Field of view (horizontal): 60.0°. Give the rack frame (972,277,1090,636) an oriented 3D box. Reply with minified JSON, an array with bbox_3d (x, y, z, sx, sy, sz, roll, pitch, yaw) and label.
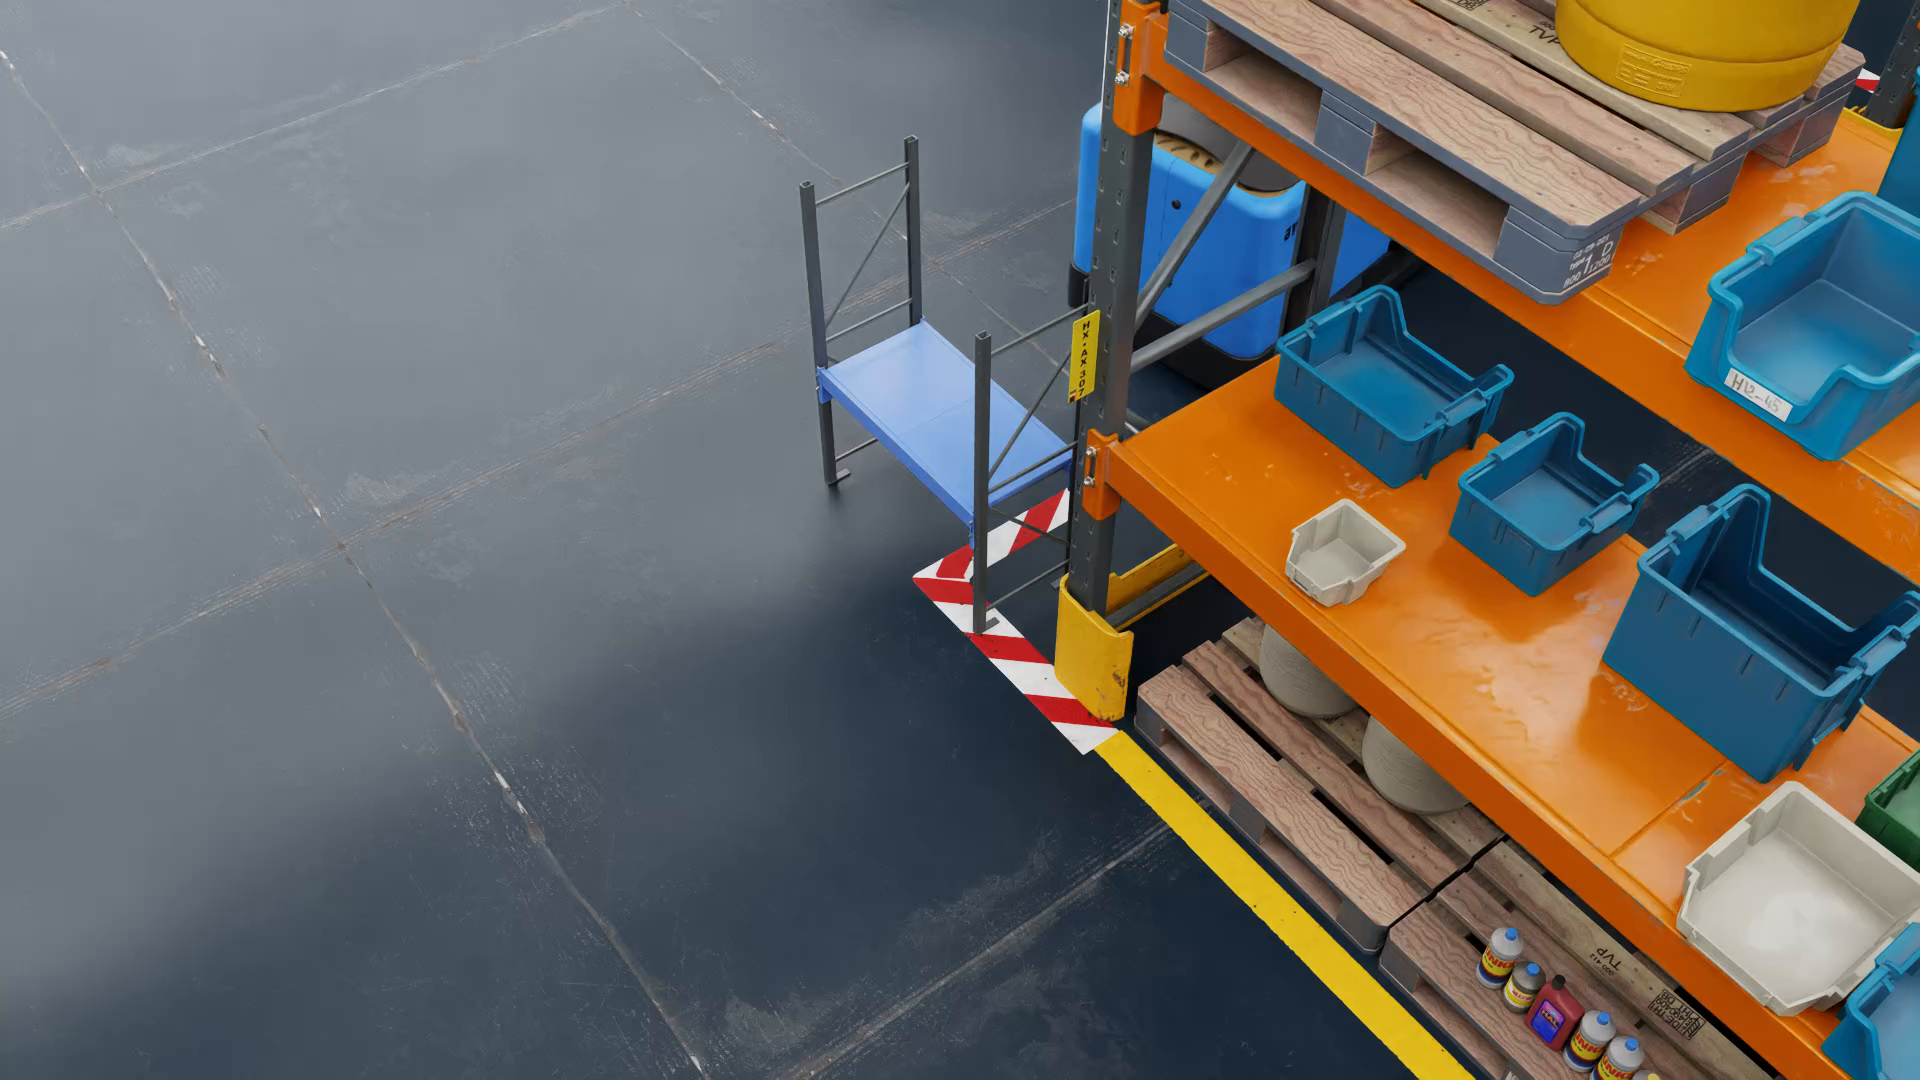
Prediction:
[{"bbox_3d":[0.256,-0.254,5.967,0.500,1.500,0.032,-29,54,-24],"label":"rack frame"}]

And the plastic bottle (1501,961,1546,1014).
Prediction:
[{"bbox_3d":[1.728,1.358,5.085,0.097,0.201,0.097,0,48,0],"label":"plastic bottle"}]

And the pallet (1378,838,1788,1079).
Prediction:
[{"bbox_3d":[2.121,1.457,5.286,1.003,0.211,1.213,-29,54,-24],"label":"pallet"}]

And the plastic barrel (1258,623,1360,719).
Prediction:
[{"bbox_3d":[1.275,0.344,5.808,0.421,0.512,0.421,0,48,0],"label":"plastic barrel"}]

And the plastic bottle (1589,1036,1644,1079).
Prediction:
[{"bbox_3d":[1.934,1.535,4.878,0.097,0.271,0.097,0,48,0],"label":"plastic bottle"}]

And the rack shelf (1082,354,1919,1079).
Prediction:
[{"bbox_3d":[2.027,0.717,4.560,1.077,0.370,4.000,-29,54,-24],"label":"rack shelf"}]

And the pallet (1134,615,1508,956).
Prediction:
[{"bbox_3d":[1.387,0.738,5.938,1.003,0.211,1.213,-29,54,-24],"label":"pallet"}]

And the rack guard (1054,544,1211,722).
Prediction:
[{"bbox_3d":[0.899,0.159,6.267,1.175,0.500,0.348,-29,54,-24],"label":"rack guard"}]

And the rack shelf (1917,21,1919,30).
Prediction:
[{"bbox_3d":[5.971,-1.503,6.572,1.077,0.370,4.000,-29,54,-24],"label":"rack shelf"}]

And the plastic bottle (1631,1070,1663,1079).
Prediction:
[{"bbox_3d":[1.994,1.616,4.851,0.097,0.201,0.097,0,48,0],"label":"plastic bottle"}]

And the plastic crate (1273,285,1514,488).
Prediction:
[{"bbox_3d":[1.357,-0.493,5.272,0.499,0.251,0.616,-29,54,-24],"label":"plastic crate"}]

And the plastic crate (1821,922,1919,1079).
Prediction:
[{"bbox_3d":[2.352,1.174,3.761,0.499,0.251,0.616,-29,54,-24],"label":"plastic crate"}]

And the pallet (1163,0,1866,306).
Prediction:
[{"bbox_3d":[1.239,-1.116,3.839,1.003,0.211,1.213,-29,54,-24],"label":"pallet"}]

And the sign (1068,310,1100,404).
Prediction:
[{"bbox_3d":[0.375,-0.553,5.038,0.100,0.325,0.005,-29,54,-24],"label":"sign"}]

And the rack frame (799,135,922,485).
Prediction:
[{"bbox_3d":[-0.359,-0.854,6.511,0.500,1.500,0.032,-29,54,-24],"label":"rack frame"}]

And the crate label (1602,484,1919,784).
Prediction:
[{"bbox_3d":[2.146,0.248,4.475,0.502,0.435,0.616,-29,54,-24],"label":"crate label"}]

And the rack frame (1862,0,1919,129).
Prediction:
[{"bbox_3d":[4.760,-2.924,7.375,1.000,3.000,0.127,-29,54,-24],"label":"rack frame"}]

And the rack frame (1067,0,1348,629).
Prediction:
[{"bbox_3d":[0.816,-0.704,5.362,1.000,3.000,0.127,-29,54,-24],"label":"rack frame"}]

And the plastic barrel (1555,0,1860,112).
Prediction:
[{"bbox_3d":[1.607,-1.301,3.468,0.600,0.588,0.600,0,48,0],"label":"plastic barrel"}]

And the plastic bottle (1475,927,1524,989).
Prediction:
[{"bbox_3d":[1.666,1.273,5.114,0.097,0.271,0.097,0,48,0],"label":"plastic bottle"}]

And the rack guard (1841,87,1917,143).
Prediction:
[{"bbox_3d":[4.746,-2.098,8.314,1.175,0.500,0.348,-29,54,-24],"label":"rack guard"}]

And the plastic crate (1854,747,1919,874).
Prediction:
[{"bbox_3d":[2.641,0.799,4.143,0.450,0.188,0.662,-29,54,-24],"label":"plastic crate"}]

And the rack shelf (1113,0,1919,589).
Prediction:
[{"bbox_3d":[2.027,-0.291,3.449,1.077,0.370,4.000,-29,54,-24],"label":"rack shelf"}]

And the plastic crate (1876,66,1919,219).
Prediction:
[{"bbox_3d":[2.210,-0.717,3.360,0.392,0.384,0.575,-29,54,-24],"label":"plastic crate"}]

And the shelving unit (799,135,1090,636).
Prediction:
[{"bbox_3d":[-0.052,-0.554,6.239,0.538,1.500,1.048,-29,54,-24],"label":"shelving unit"}]

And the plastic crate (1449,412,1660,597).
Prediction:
[{"bbox_3d":[1.746,-0.108,4.922,0.499,0.251,0.408,-29,54,-24],"label":"plastic crate"}]

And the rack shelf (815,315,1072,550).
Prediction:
[{"bbox_3d":[-0.052,-0.433,6.372,0.538,0.185,1.000,-29,54,-24],"label":"rack shelf"}]

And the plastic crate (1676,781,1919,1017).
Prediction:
[{"bbox_3d":[2.053,0.899,4.087,0.530,0.136,0.437,-29,54,-24],"label":"plastic crate"}]

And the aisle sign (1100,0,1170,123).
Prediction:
[{"bbox_3d":[0.539,-1.488,4.319,0.394,0.787,0.004,-29,54,-24],"label":"aisle sign"}]

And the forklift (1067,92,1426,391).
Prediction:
[{"bbox_3d":[1.870,-2.583,7.113,1.130,2.935,3.031,35,57,27],"label":"forklift"}]

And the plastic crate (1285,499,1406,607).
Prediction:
[{"bbox_3d":[1.102,0.057,4.851,0.298,0.136,0.250,-29,54,-24],"label":"plastic crate"}]

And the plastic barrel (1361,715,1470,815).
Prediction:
[{"bbox_3d":[1.579,0.640,5.540,0.421,0.512,0.421,0,48,0],"label":"plastic barrel"}]

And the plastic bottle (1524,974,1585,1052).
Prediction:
[{"bbox_3d":[1.788,1.411,4.981,0.061,0.283,0.133,-29,54,-23],"label":"plastic bottle"}]

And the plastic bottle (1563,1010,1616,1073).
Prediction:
[{"bbox_3d":[1.873,1.476,4.931,0.097,0.271,0.097,0,48,0],"label":"plastic bottle"}]

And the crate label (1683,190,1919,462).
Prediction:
[{"bbox_3d":[1.686,-0.410,3.171,0.502,0.251,0.408,-29,54,-24],"label":"crate label"}]
